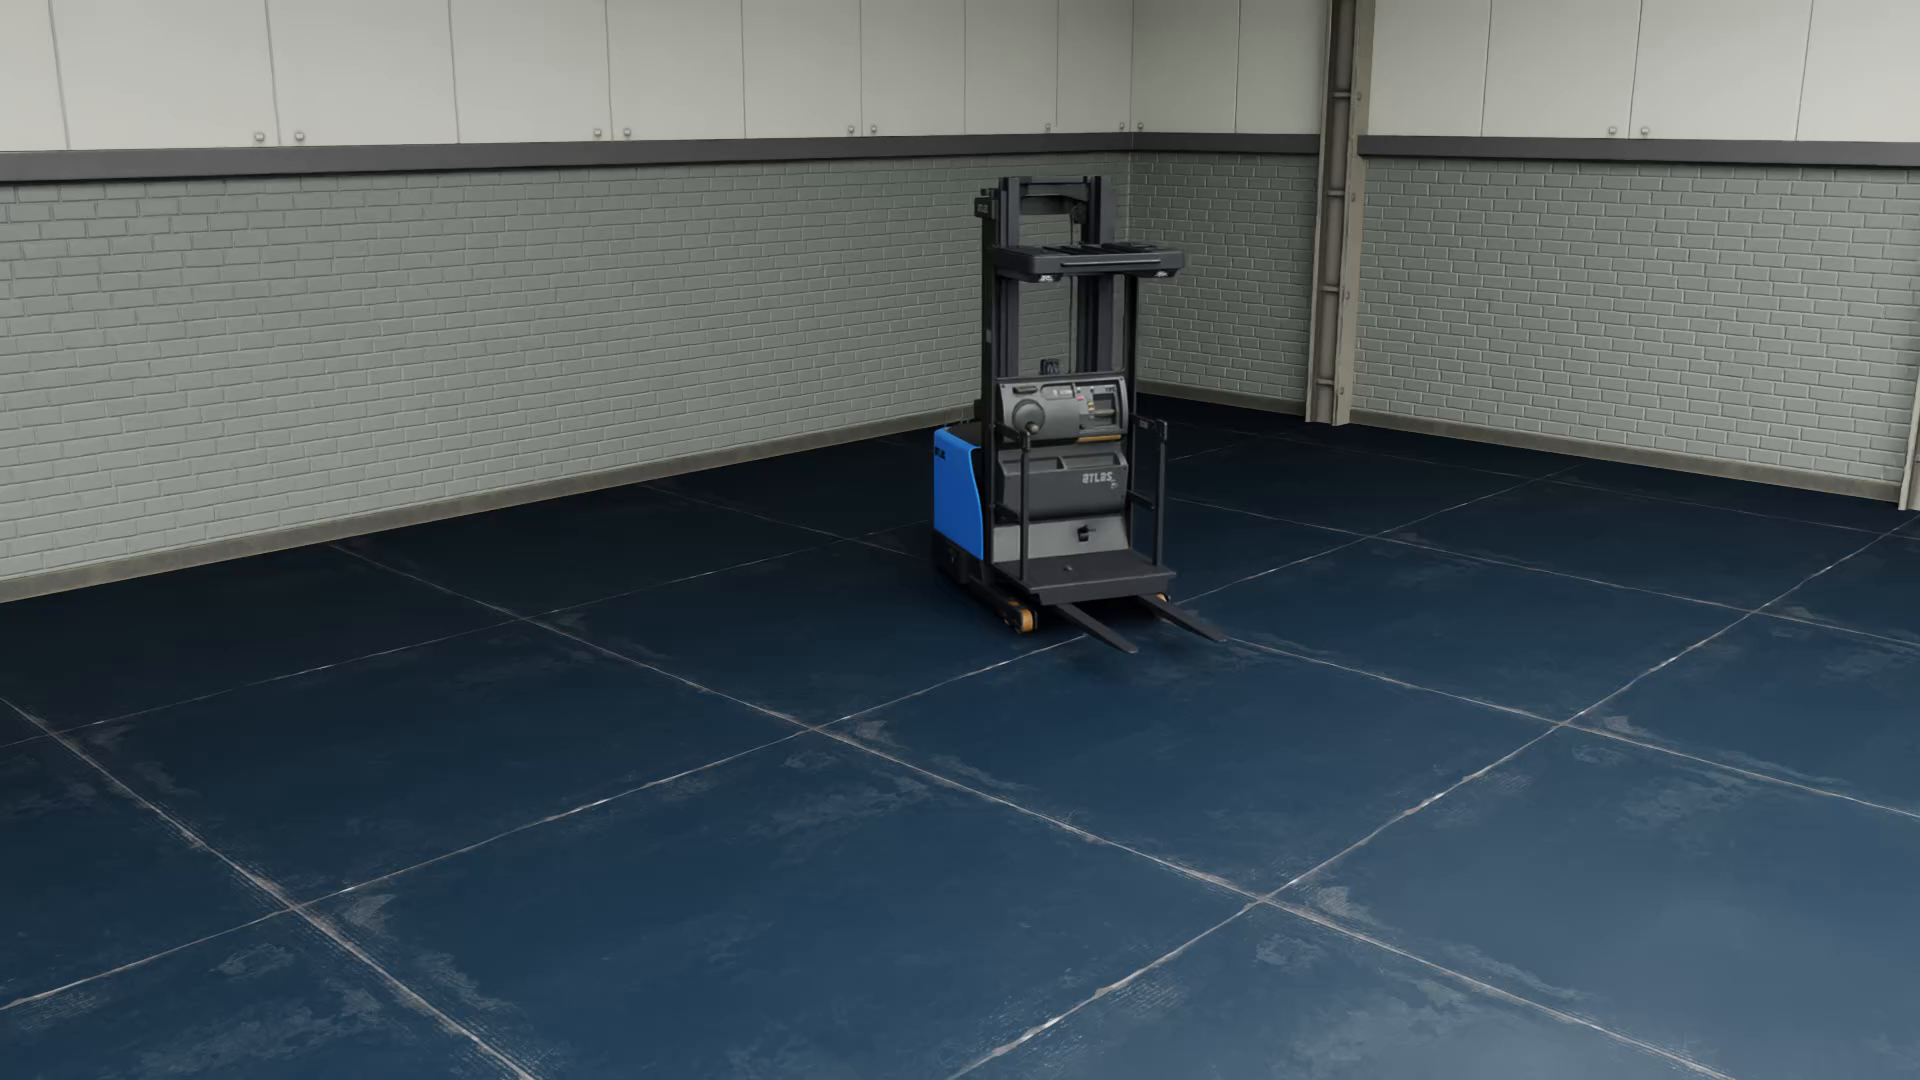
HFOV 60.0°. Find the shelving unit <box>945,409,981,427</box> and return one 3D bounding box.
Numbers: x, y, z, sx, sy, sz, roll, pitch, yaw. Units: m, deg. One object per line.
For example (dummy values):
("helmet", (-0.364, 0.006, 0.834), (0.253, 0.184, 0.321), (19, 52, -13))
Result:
("shelving unit", (0.038, -0.499, 13.264), (0.252, 1.050, 0.215), (14, 20, 42))

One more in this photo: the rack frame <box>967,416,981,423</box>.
("rack frame", (0.126, -0.477, 13.182), (0.008, 1.050, 0.200), (14, 20, 42))

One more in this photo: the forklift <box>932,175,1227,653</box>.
("forklift", (0.788, -0.915, 11.130), (1.130, 2.935, 3.031), (-6, 16, -20))

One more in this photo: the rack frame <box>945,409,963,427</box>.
("rack frame", (-0.049, -0.520, 13.346), (0.008, 1.050, 0.200), (14, 20, 42))

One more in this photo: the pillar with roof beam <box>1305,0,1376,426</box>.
("pillar with roof beam", (1.094, -4.883, 14.327), (0.400, 9.000, 9.100), (14, 20, 42))

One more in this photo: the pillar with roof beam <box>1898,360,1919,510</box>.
("pillar with roof beam", (5.413, -3.833, 10.297), (0.400, 9.000, 9.100), (14, 20, 42))
